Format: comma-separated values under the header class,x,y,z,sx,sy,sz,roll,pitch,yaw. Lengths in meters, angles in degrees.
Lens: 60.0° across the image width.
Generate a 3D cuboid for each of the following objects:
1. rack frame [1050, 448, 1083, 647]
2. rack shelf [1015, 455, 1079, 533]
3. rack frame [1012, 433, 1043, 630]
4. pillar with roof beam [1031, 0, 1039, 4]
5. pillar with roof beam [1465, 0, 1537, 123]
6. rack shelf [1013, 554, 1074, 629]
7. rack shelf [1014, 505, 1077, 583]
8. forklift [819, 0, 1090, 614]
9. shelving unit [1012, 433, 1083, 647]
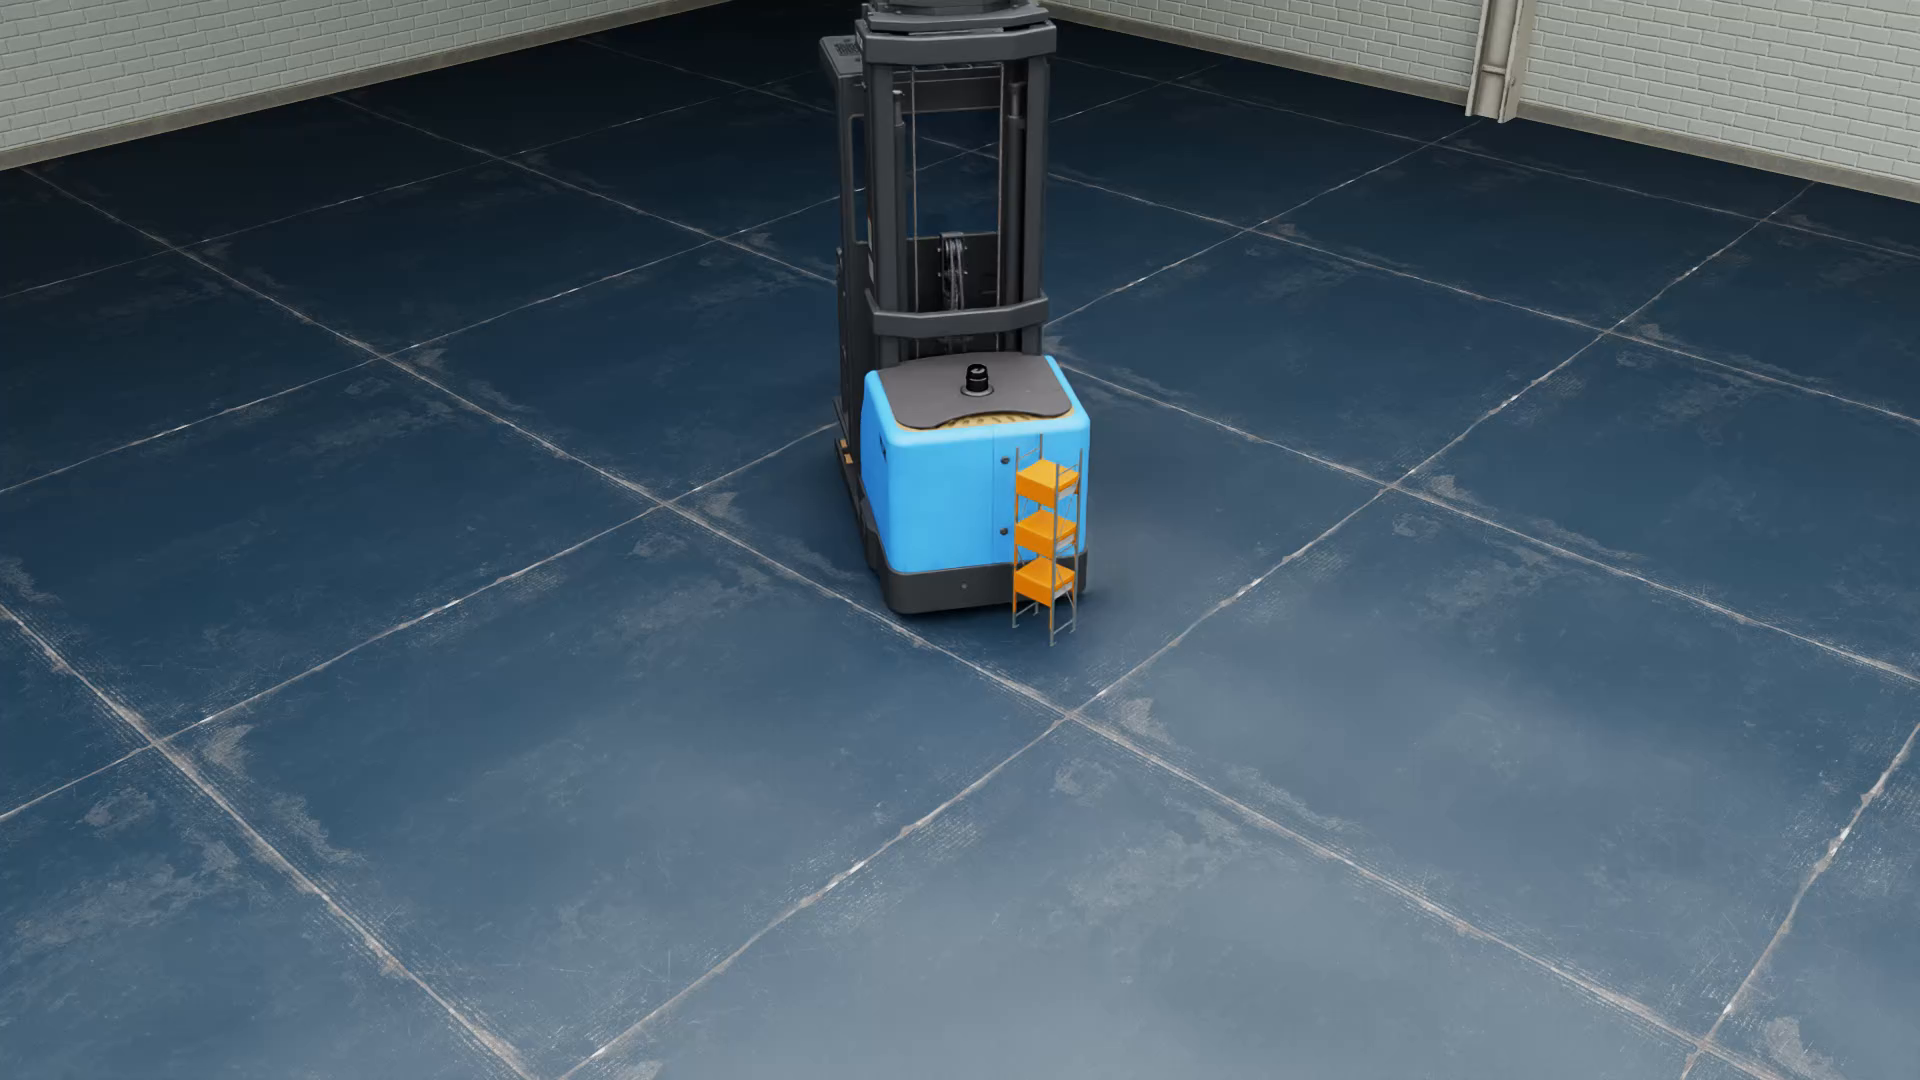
class,x,y,z,sx,sy,sz,roll,pitch,yaw
rack frame,0.519,0.051,8.148,0.008,1.050,0.200,24,39,34
rack shelf,0.427,-0.225,8.076,0.240,0.259,0.215,24,39,34
rack frame,0.335,-0.032,8.285,0.008,1.050,0.200,24,39,34
pillar with roof beam,-2.211,-8.385,14.453,0.400,9.000,9.100,25,39,35
pillar with roof beam,2.238,-6.308,11.004,0.400,9.000,9.100,25,39,35
rack shelf,0.427,0.257,8.365,0.240,0.259,0.215,24,39,34
rack shelf,0.427,0.018,8.222,0.240,0.259,0.215,24,39,34
forklift,-0.136,-1.626,9.110,1.130,2.935,3.031,-6,32,-10
shelving unit,0.427,0.009,8.216,0.252,1.050,0.215,24,39,34
